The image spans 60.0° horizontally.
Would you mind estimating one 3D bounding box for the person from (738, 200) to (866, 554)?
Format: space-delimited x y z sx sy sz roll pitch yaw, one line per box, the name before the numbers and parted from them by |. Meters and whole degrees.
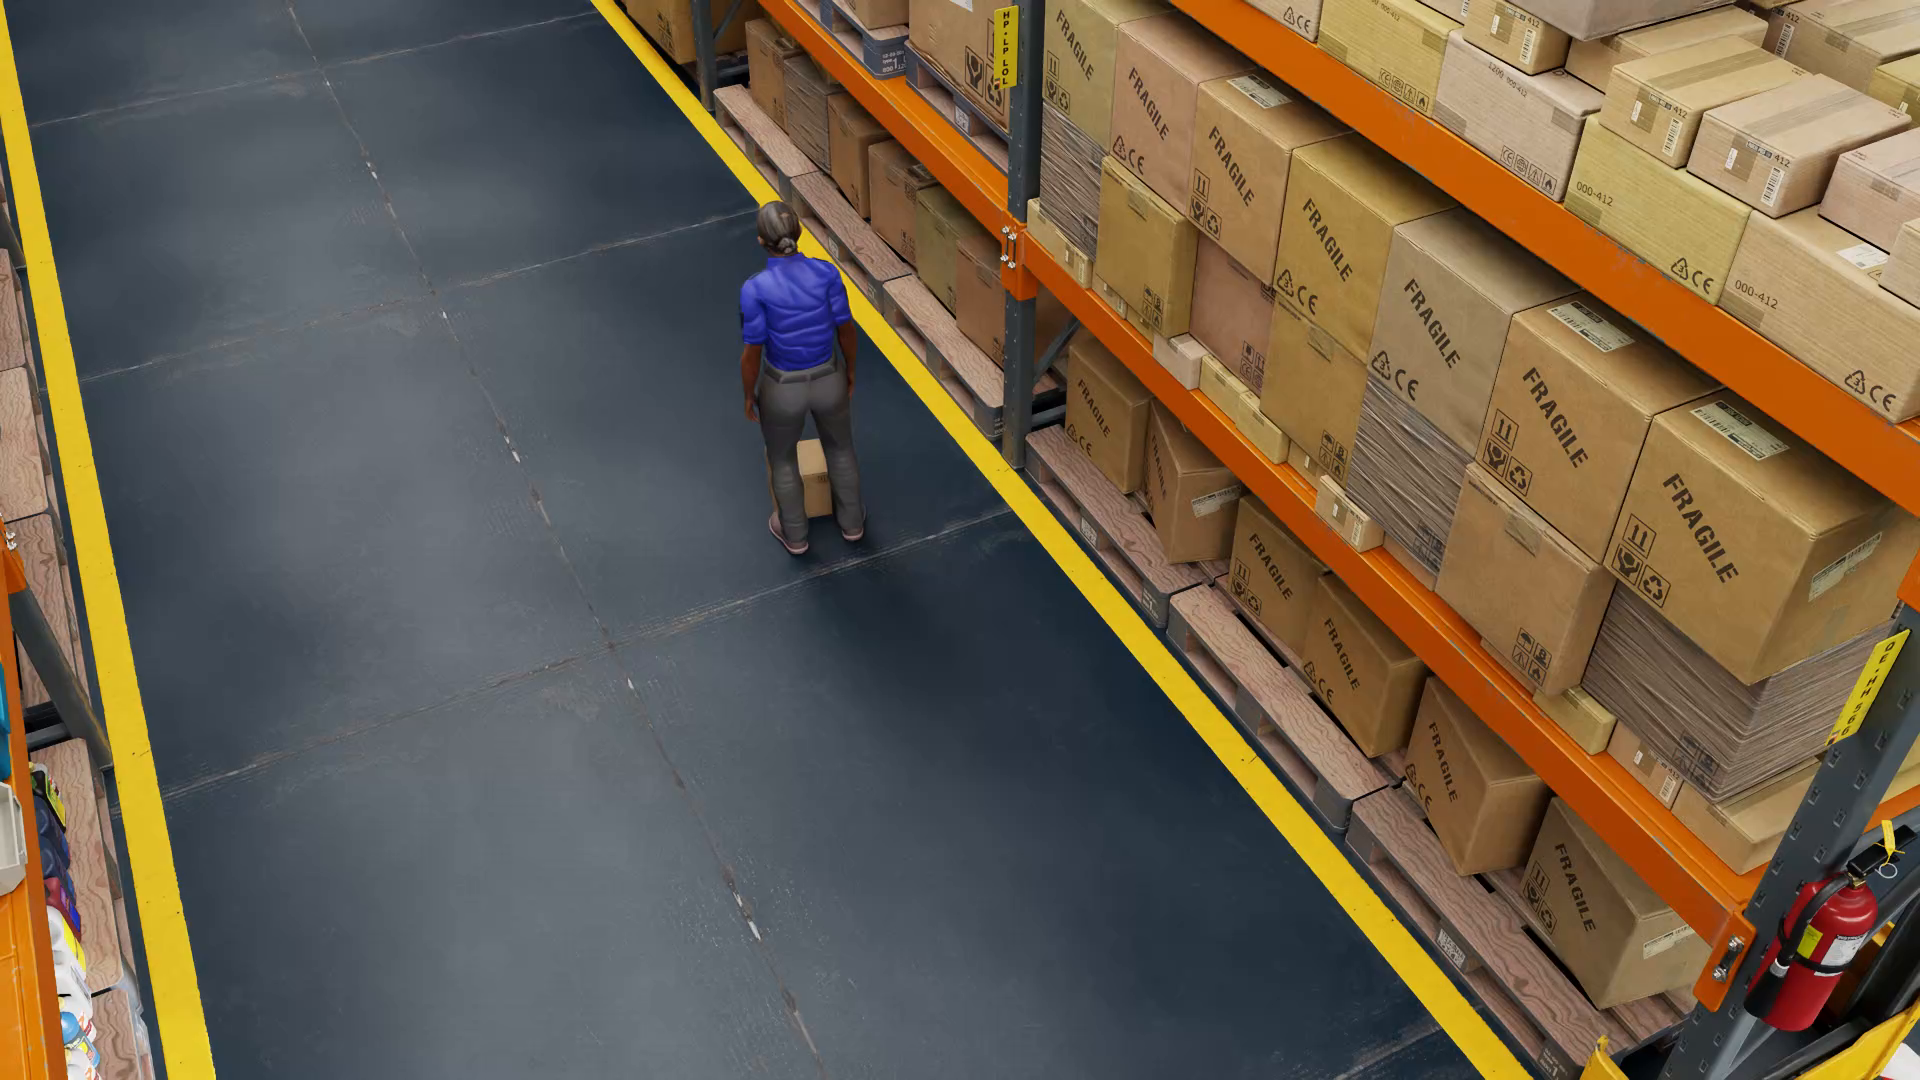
person | -0.649 -0.647 6.894 0.527 1.653 0.350 -15 44 -16
